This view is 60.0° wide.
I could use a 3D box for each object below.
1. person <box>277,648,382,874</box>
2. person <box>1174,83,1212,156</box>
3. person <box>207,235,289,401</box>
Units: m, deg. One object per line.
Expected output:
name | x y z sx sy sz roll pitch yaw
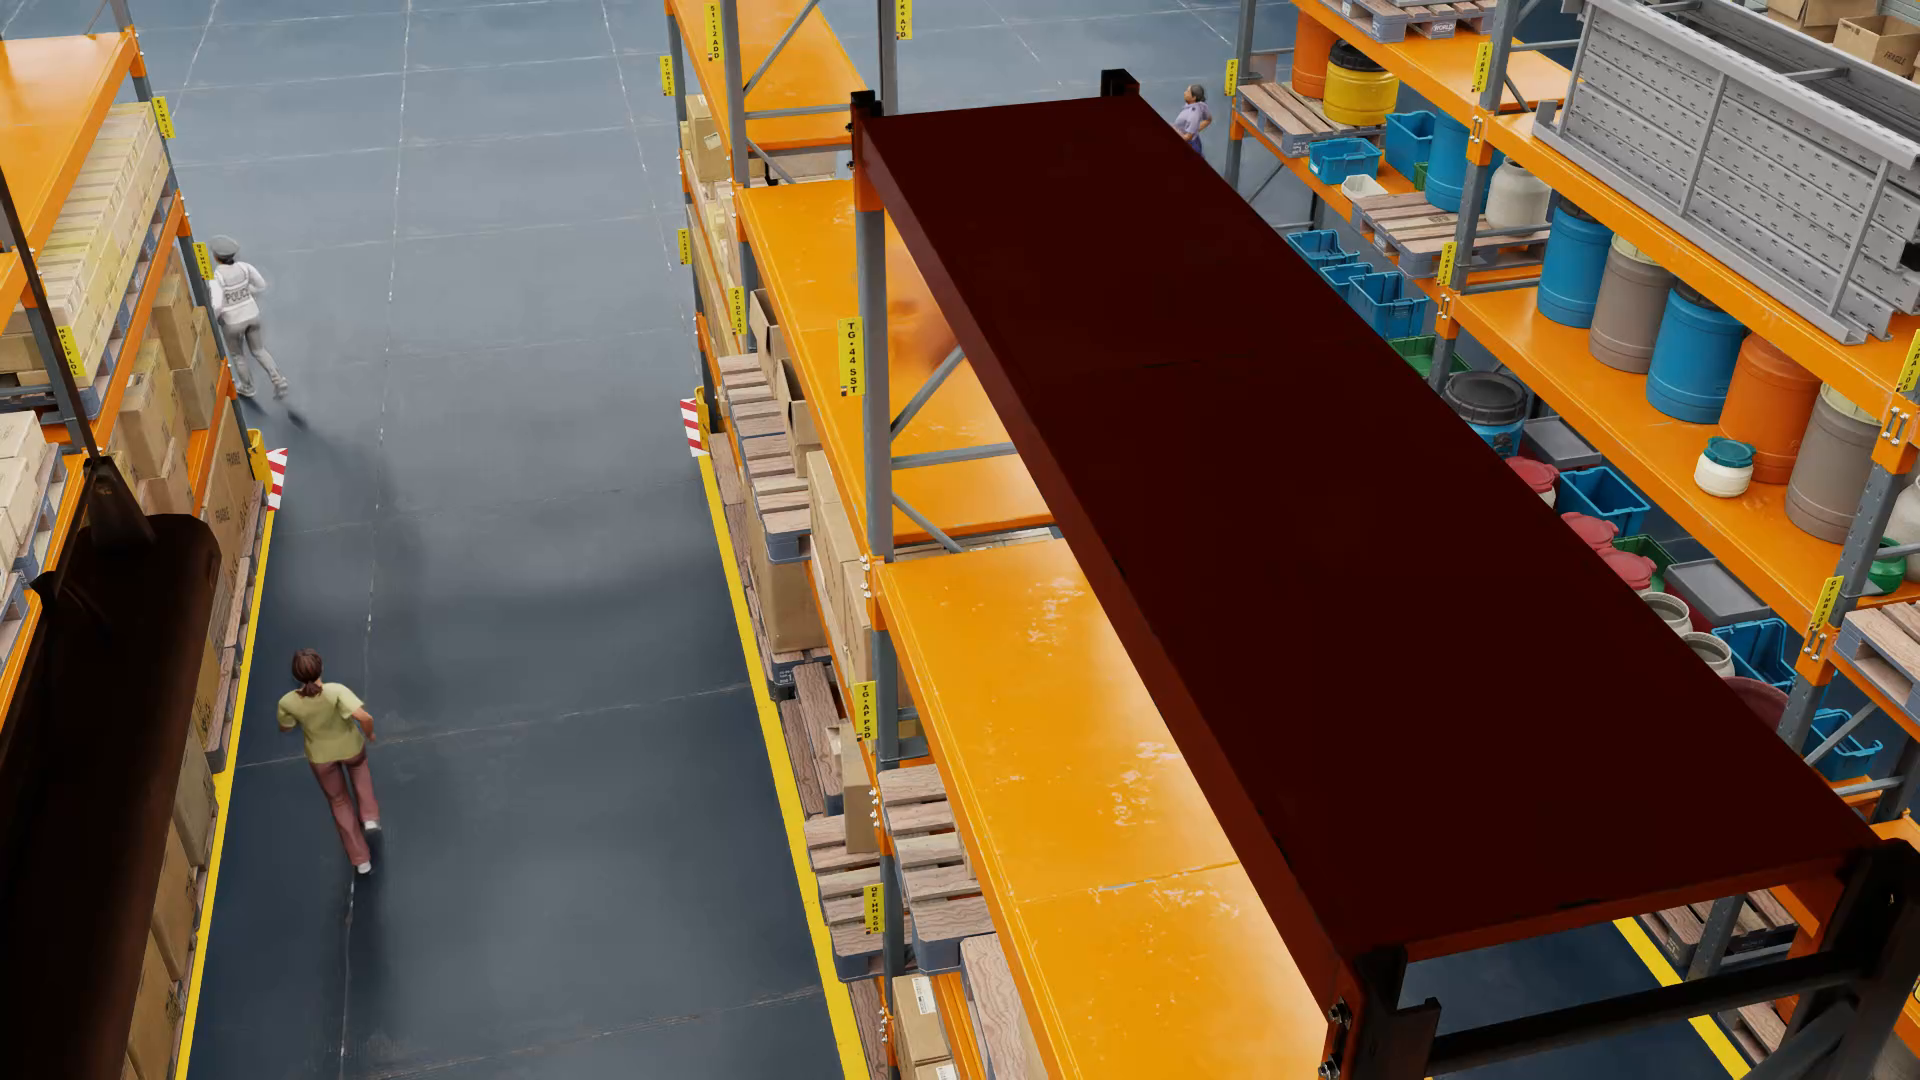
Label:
person | -3.990 1.363 10.623 0.559 1.679 0.647 -14 37 -19
person | 2.645 -4.476 19.186 0.843 1.617 0.619 8 35 12
person | -6.738 -2.060 15.602 0.773 1.676 0.636 24 41 31
